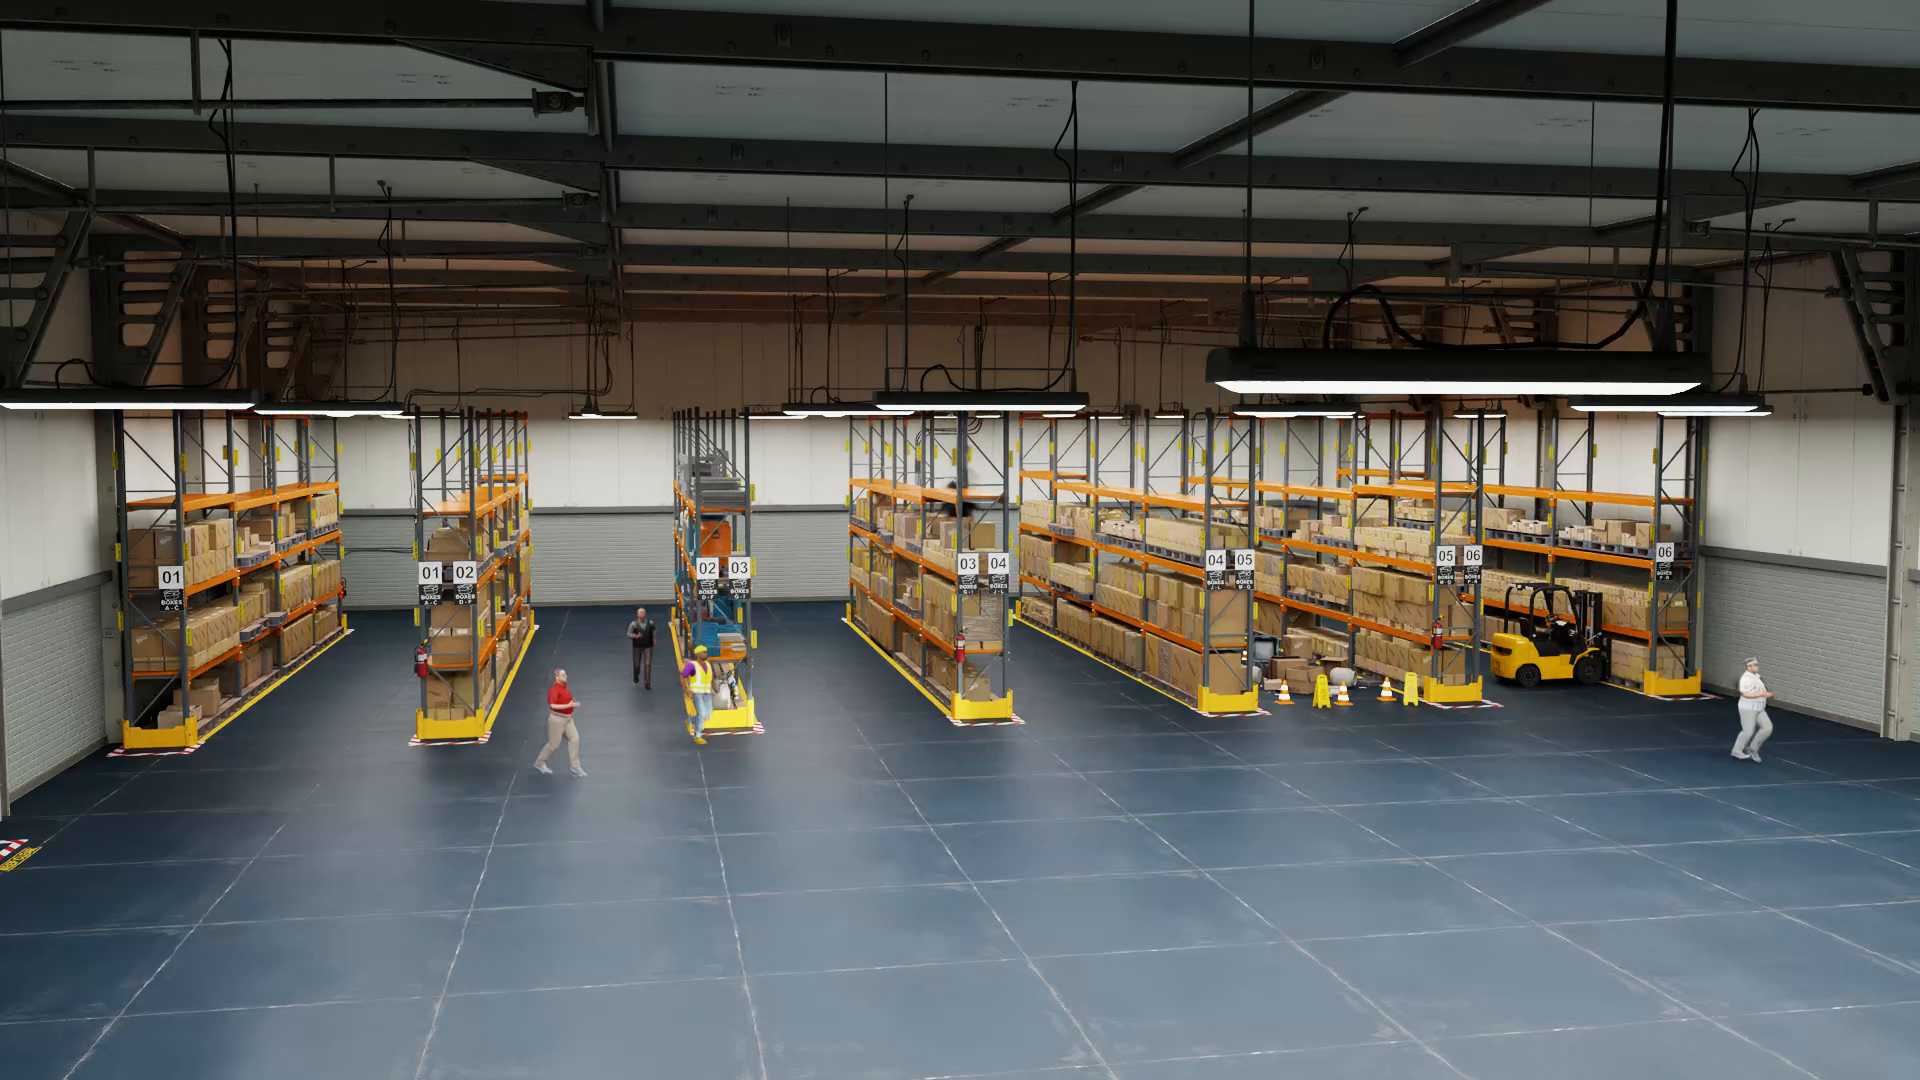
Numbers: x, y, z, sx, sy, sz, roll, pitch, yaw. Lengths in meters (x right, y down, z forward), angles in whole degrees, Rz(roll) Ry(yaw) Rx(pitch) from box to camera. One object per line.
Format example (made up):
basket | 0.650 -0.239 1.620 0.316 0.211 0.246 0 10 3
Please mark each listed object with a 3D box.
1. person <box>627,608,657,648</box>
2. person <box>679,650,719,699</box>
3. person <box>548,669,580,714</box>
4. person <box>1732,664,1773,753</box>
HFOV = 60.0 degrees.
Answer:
person | -6.796 1.888 35.631 0.669 0.830 0.585 -1 4 -18
person | -4.651 2.392 29.801 0.407 0.900 0.754 3 5 40
person | -6.386 2.478 26.736 0.666 0.821 0.649 1 4 14
person | 13.339 2.842 28.000 0.622 1.532 0.583 -3 5 -38
